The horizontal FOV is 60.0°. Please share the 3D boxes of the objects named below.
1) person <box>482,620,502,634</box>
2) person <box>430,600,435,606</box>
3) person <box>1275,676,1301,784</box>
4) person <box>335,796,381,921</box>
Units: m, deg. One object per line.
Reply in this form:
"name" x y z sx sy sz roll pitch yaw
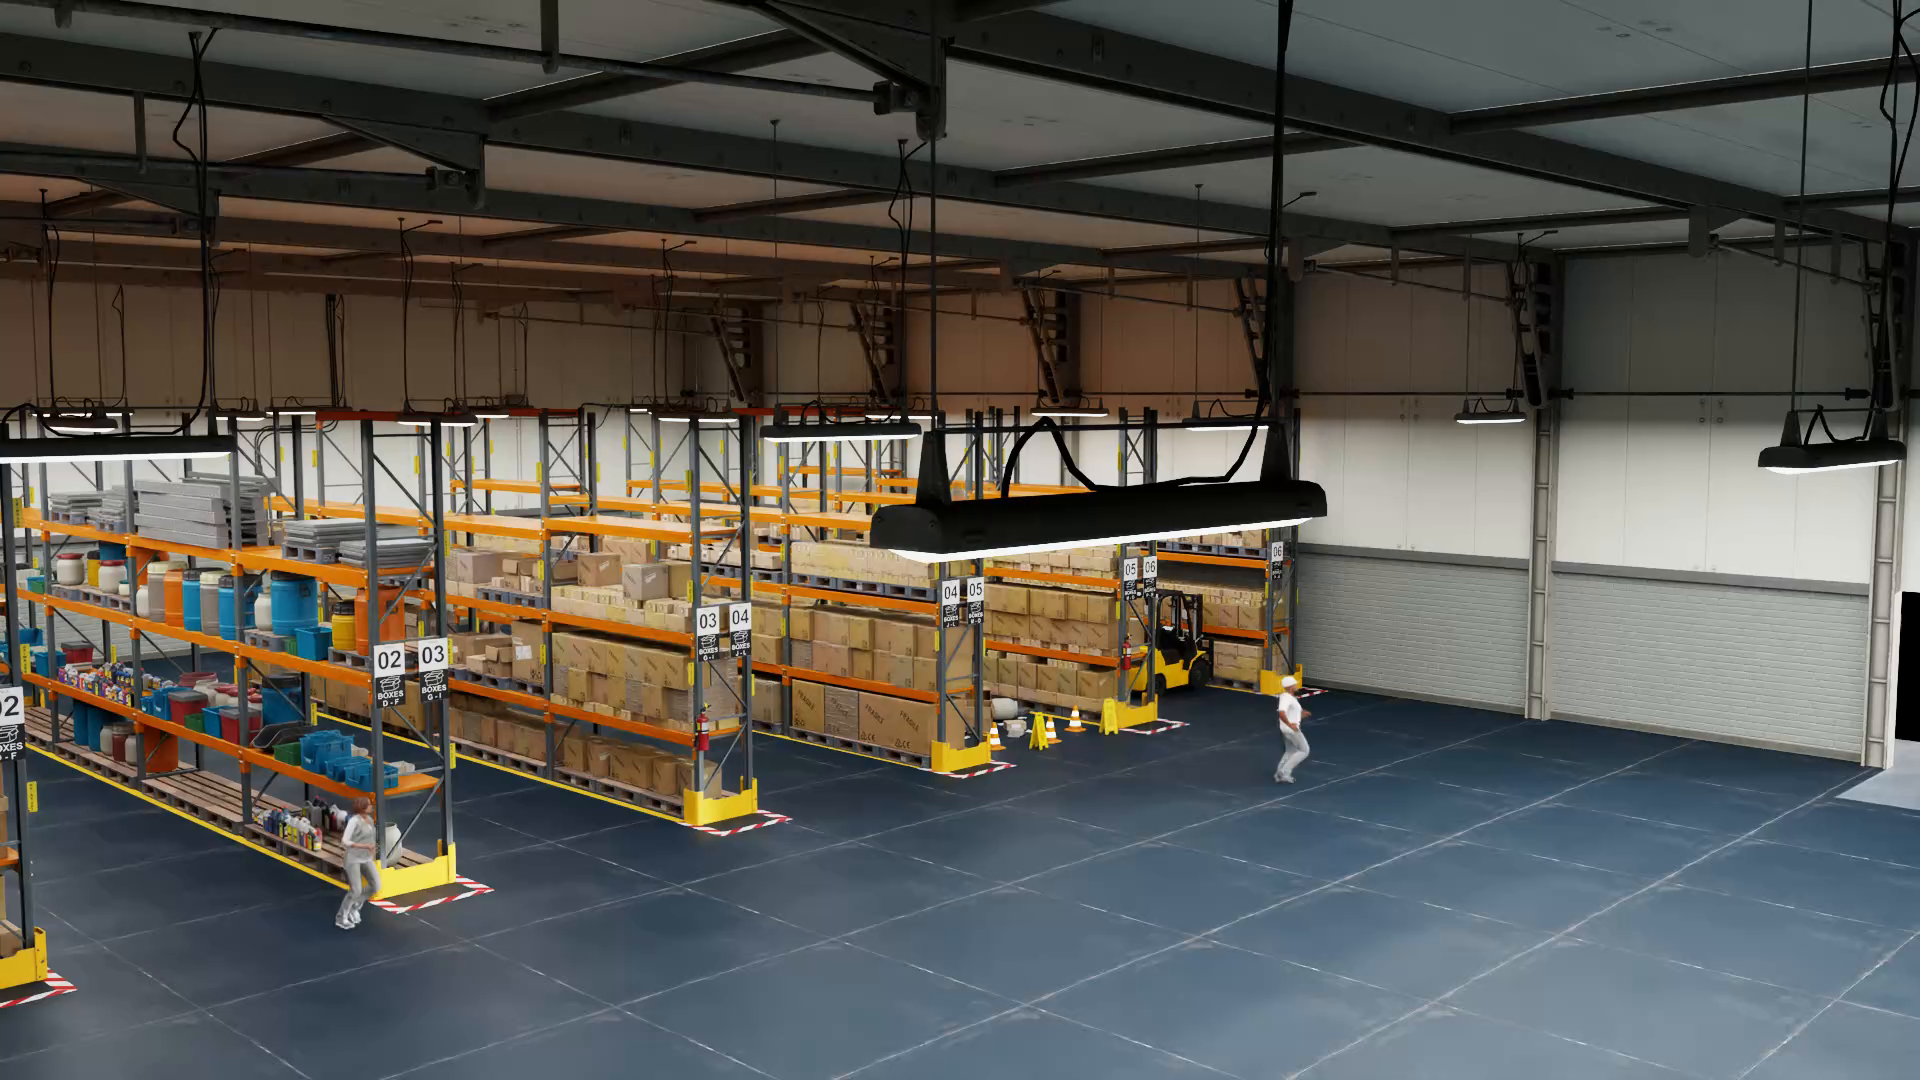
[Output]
"person" -11.543 1.853 41.043 0.647 1.711 0.638 -5 7 -44
"person" -12.505 1.991 39.429 0.642 1.541 0.655 3 6 32
"person" 5.305 3.074 26.923 0.417 1.744 0.665 0 5 0
"person" -7.088 3.769 19.762 0.543 1.453 0.543 2 5 20
